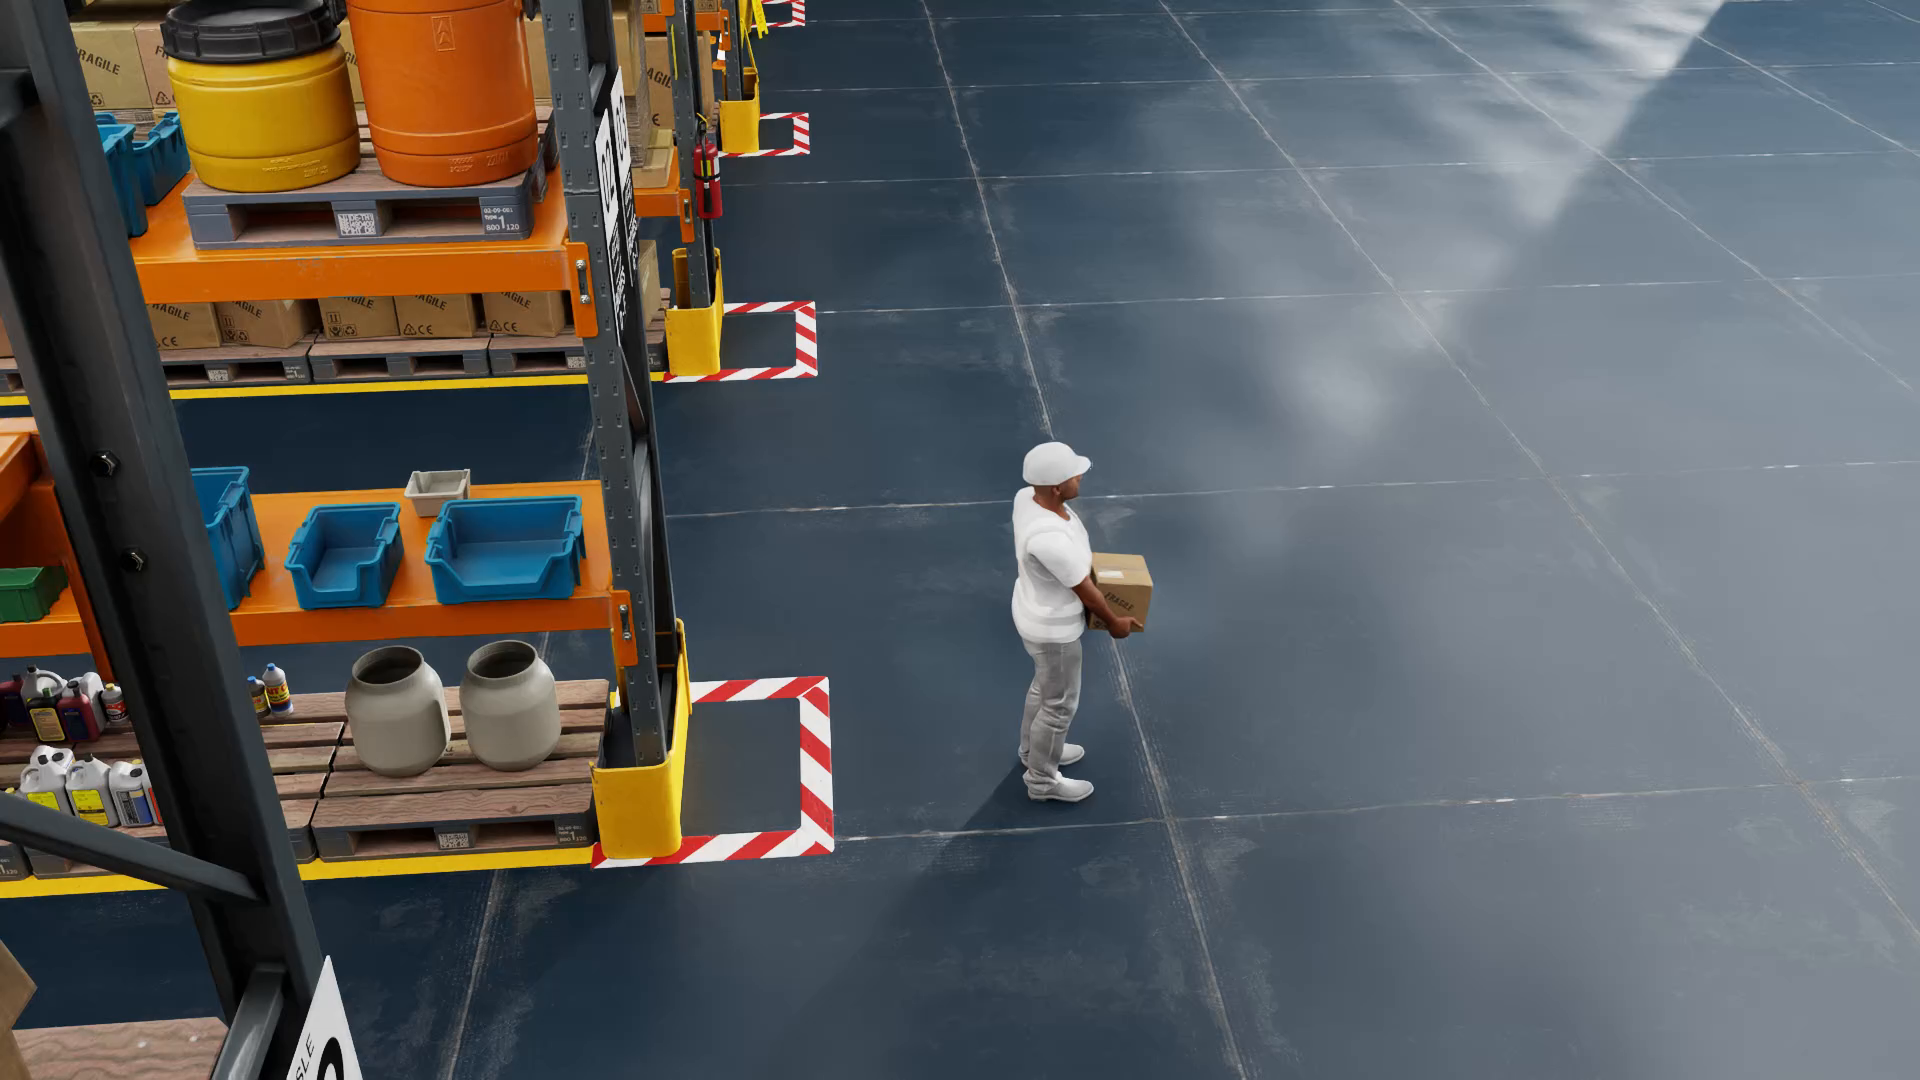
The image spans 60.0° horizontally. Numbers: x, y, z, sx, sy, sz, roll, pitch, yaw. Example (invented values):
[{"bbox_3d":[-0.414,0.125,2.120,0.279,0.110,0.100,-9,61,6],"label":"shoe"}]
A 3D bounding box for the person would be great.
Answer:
[{"bbox_3d":[0.511,0.351,7.430,0.559,1.763,0.505,-3,31,-5],"label":"person"}]
